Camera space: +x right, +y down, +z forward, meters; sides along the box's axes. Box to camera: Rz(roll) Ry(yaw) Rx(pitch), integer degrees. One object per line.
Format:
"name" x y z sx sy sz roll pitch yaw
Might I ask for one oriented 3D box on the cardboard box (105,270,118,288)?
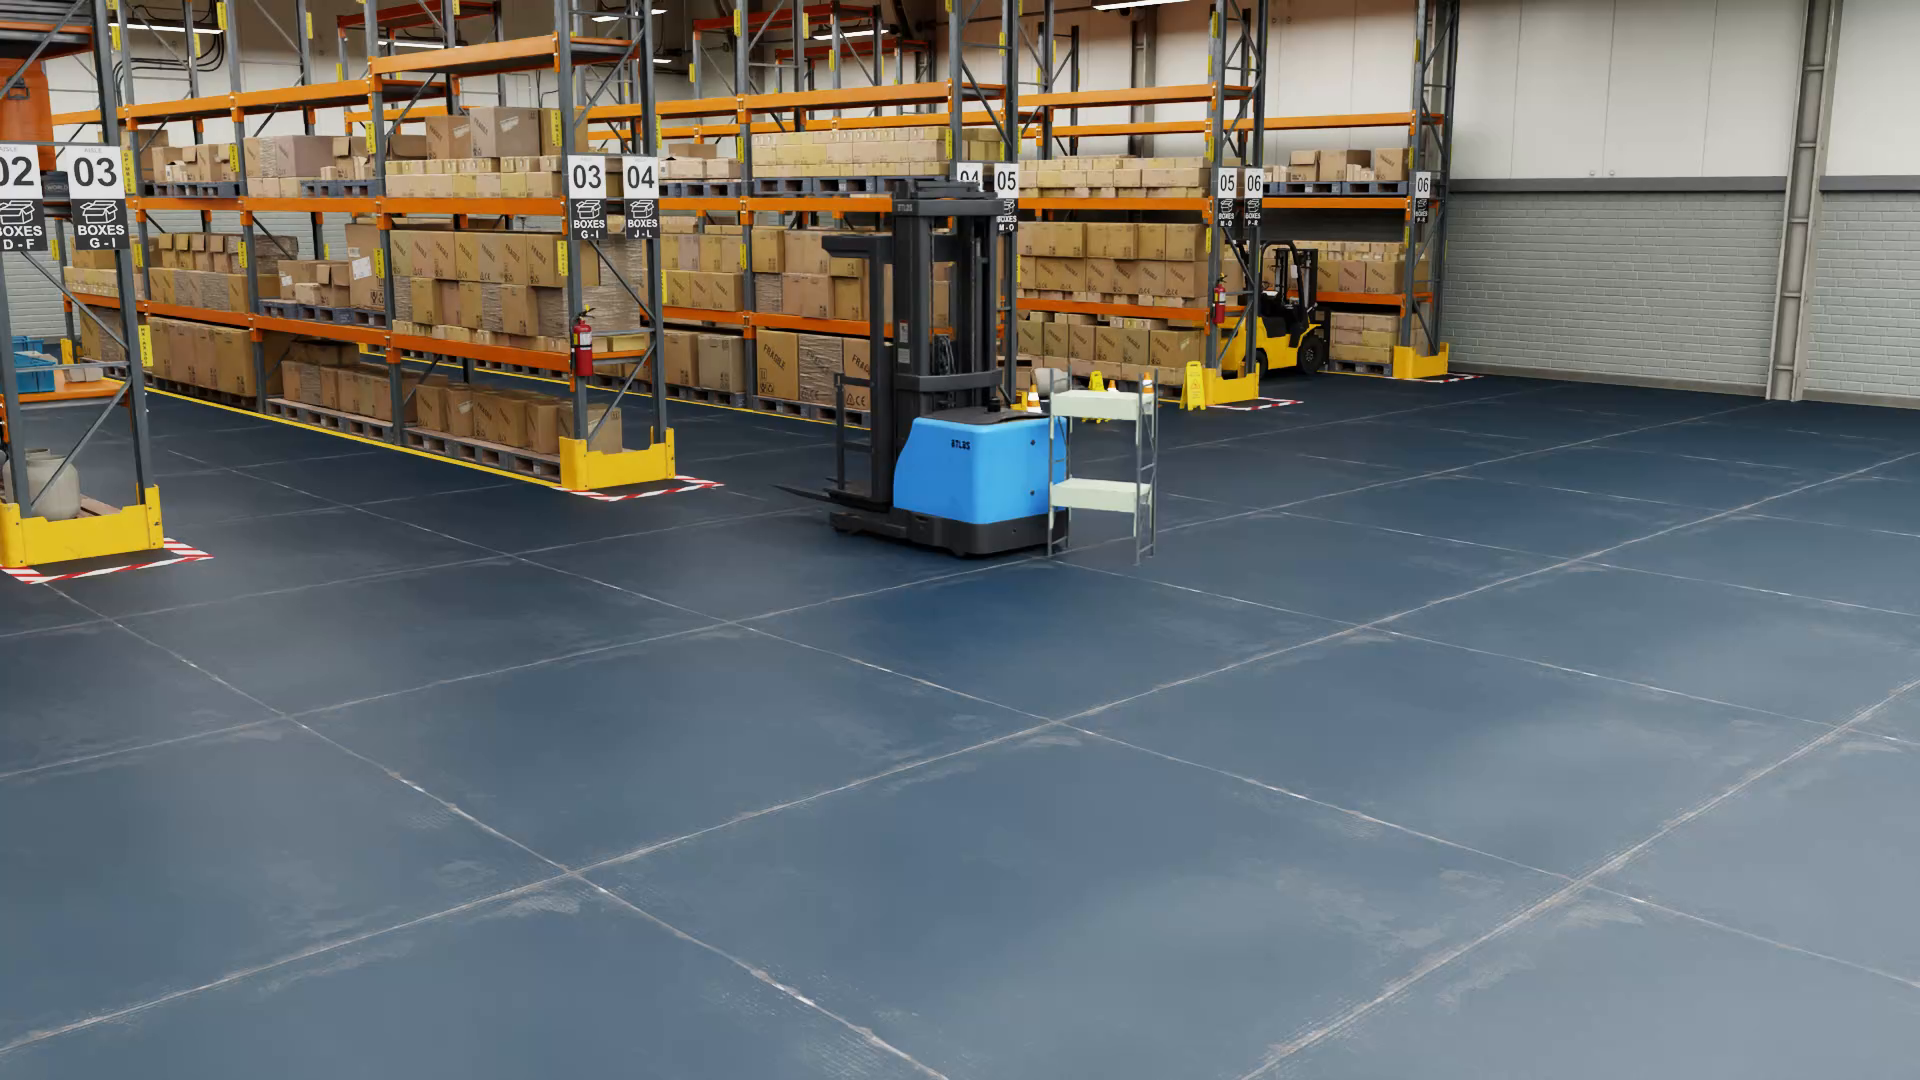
"cardboard box" -12.870 -4.041 25.729 0.500 0.250 0.500 -10 16 -41

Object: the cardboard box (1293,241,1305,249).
"cardboard box" 5.754 -4.911 27.722 0.380 0.149 0.250 -11 16 -42

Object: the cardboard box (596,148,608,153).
"cardboard box" -5.680 -5.950 25.780 0.396 0.266 0.258 -11 16 -43

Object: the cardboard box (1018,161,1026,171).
"cardboard box" 1.010 -5.650 25.116 0.380 0.149 0.250 -11 16 -44

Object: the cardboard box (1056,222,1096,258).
"cardboard box" 1.840 -4.440 24.568 0.700 0.500 0.500 -11 16 -44

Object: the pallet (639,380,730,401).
"pallet" -3.915 -2.215 24.140 1.003 0.211 1.213 -11 16 -43

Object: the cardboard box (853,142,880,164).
"cardboard box" -0.950 -4.692 20.164 0.500 0.250 0.500 -11 16 -43

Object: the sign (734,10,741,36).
"sign" -2.866 -6.658 21.415 0.100 0.325 0.005 -11 16 -43

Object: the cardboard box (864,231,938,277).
"cardboard box" -0.682 -3.547 20.646 0.875 0.550 0.550 -11 16 -43

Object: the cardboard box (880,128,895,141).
"cardboard box" -0.725 -4.822 19.805 0.380 0.149 0.250 -11 16 -42

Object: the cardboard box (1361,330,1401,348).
"cardboard box" 6.816 -3.245 26.762 0.500 0.250 0.500 -11 16 -43

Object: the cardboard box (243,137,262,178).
"cardboard box" -8.762 -4.866 21.178 0.500 0.500 0.500 -11 16 -42

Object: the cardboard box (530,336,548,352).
"cardboard box" -4.104 -1.996 16.789 0.380 0.149 0.250 -11 16 -43

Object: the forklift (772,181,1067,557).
"forklift" -0.470 -1.542 14.131 1.130 2.935 3.031 -10 15 -41

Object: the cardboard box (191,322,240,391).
"cardboard box" -9.972 -2.608 23.360 1.225 0.875 0.875 -11 16 -42

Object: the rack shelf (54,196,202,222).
"rack shelf" -13.044 -5.200 26.069 1.077 0.370 4.000 -11 16 -43

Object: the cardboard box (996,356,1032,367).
"cardboard box" 0.785 -2.436 24.491 0.500 0.500 0.500 -1 12 -4

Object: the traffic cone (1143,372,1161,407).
"traffic cone" 2.561 -2.062 22.773 0.336 0.463 0.334 -11 16 -43

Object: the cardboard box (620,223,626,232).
"cardboard box" -6.410 -6.037 33.054 0.500 0.500 0.500 -11 16 -43

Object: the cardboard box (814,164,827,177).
"cardboard box" -1.595 -4.615 20.780 0.380 0.149 0.250 -11 16 -43

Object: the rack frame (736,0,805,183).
"rack frame" -2.481 -6.239 21.893 1.000 3.000 0.127 -11 16 -43

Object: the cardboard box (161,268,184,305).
"cardboard box" -11.178 -3.665 24.022 0.500 0.500 0.500 -11 16 -42

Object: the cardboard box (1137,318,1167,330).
"cardboard box" 2.747 -3.090 23.784 0.380 0.149 0.250 -10 15 -41

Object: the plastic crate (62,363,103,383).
"plastic crate" -7.344 -1.397 13.910 0.298 0.136 0.250 -11 16 -43

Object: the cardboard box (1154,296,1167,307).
"cardboard box" 2.962 -3.385 23.531 0.380 0.149 0.250 -11 16 -44

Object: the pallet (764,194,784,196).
"pallet" -3.827 -6.421 30.686 1.217 0.209 0.805 11 16 43

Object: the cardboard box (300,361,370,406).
"cardboard box" -8.031 -2.025 21.411 0.500 0.500 0.700 10 15 40

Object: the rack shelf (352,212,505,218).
"rack shelf" -9.387 -5.877 29.352 1.077 0.370 4.000 -11 16 -43

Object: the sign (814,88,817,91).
"sign" -3.255 -9.996 37.424 0.100 0.325 0.005 -11 16 -43

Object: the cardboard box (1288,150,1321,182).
"cardboard box" 5.885 -6.173 27.461 0.797 0.503 0.637 -10 15 -41

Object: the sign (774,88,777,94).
"sign" -4.063 -9.808 36.704 0.100 0.325 0.005 -11 16 -43

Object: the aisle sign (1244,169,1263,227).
"aisle sign" 4.058 -4.729 22.988 0.394 0.787 0.004 -11 16 -43

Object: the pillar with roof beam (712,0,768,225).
"pillar with roof beam" -7.994 -9.306 36.781 9.100 9.000 0.548 -11 16 -43

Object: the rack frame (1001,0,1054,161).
"rack frame" 1.029 -6.943 25.313 1.000 3.000 0.127 -11 16 -43

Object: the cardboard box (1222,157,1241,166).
"cardboard box" 3.693 -5.238 23.116 0.380 0.149 0.250 -11 16 -43

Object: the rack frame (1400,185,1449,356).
"rack frame" 7.379 -4.114 26.444 1.000 3.000 0.127 -11 16 -43

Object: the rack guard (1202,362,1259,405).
"rack guard" 3.739 -2.208 23.391 1.175 0.500 0.348 -11 16 -43

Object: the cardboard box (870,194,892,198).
"cardboard box" -1.086 -5.967 27.761 0.700 0.500 0.500 -11 16 -43

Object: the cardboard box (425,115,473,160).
"cardboard box" -5.643 -4.503 18.676 0.500 0.500 0.500 11 16 43

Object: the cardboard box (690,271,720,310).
"cardboard box" -3.384 -3.462 23.035 0.500 0.500 0.500 -11 16 -43

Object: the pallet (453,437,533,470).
"pallet" -4.802 -0.987 18.180 1.003 0.211 1.213 -11 16 -43

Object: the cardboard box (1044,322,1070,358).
"cardboard box" 1.619 -3.031 25.106 0.500 0.500 0.500 -10 15 -40

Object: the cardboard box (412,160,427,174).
"cardboard box" -5.731 -4.053 18.099 0.380 0.149 0.250 -11 16 -42

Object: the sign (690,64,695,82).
"sign" -4.914 -8.572 30.511 0.100 0.325 0.005 -11 16 -43

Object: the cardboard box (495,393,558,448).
"cardboard box" -4.652 -1.292 17.902 0.500 0.500 0.500 -9 15 -37

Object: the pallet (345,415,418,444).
"pallet" -6.677 -1.372 20.047 1.003 0.211 1.213 -11 16 -43

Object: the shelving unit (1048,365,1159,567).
"shelving unit" 1.123 -0.595 13.083 0.755 1.500 0.431 6 13 25

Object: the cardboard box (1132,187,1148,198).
"cardboard box" 2.655 -4.932 23.605 0.380 0.149 0.250 -11 16 -43

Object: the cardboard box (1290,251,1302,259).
"cardboard box" 5.700 -4.752 27.690 0.380 0.149 0.250 -11 16 -44

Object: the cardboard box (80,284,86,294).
"cardboard box" -13.883 -4.042 26.720 0.380 0.149 0.250 -11 16 -43

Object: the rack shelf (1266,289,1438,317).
"rack shelf" 5.998 -4.053 27.934 1.077 0.370 4.000 -11 16 -43

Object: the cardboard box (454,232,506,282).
"cardboard box" -4.967 -2.990 17.529 0.500 0.500 0.500 -11 16 -43

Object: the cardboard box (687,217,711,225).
"cardboard box" -4.939 -6.030 31.411 0.380 0.149 0.250 -11 16 -44
